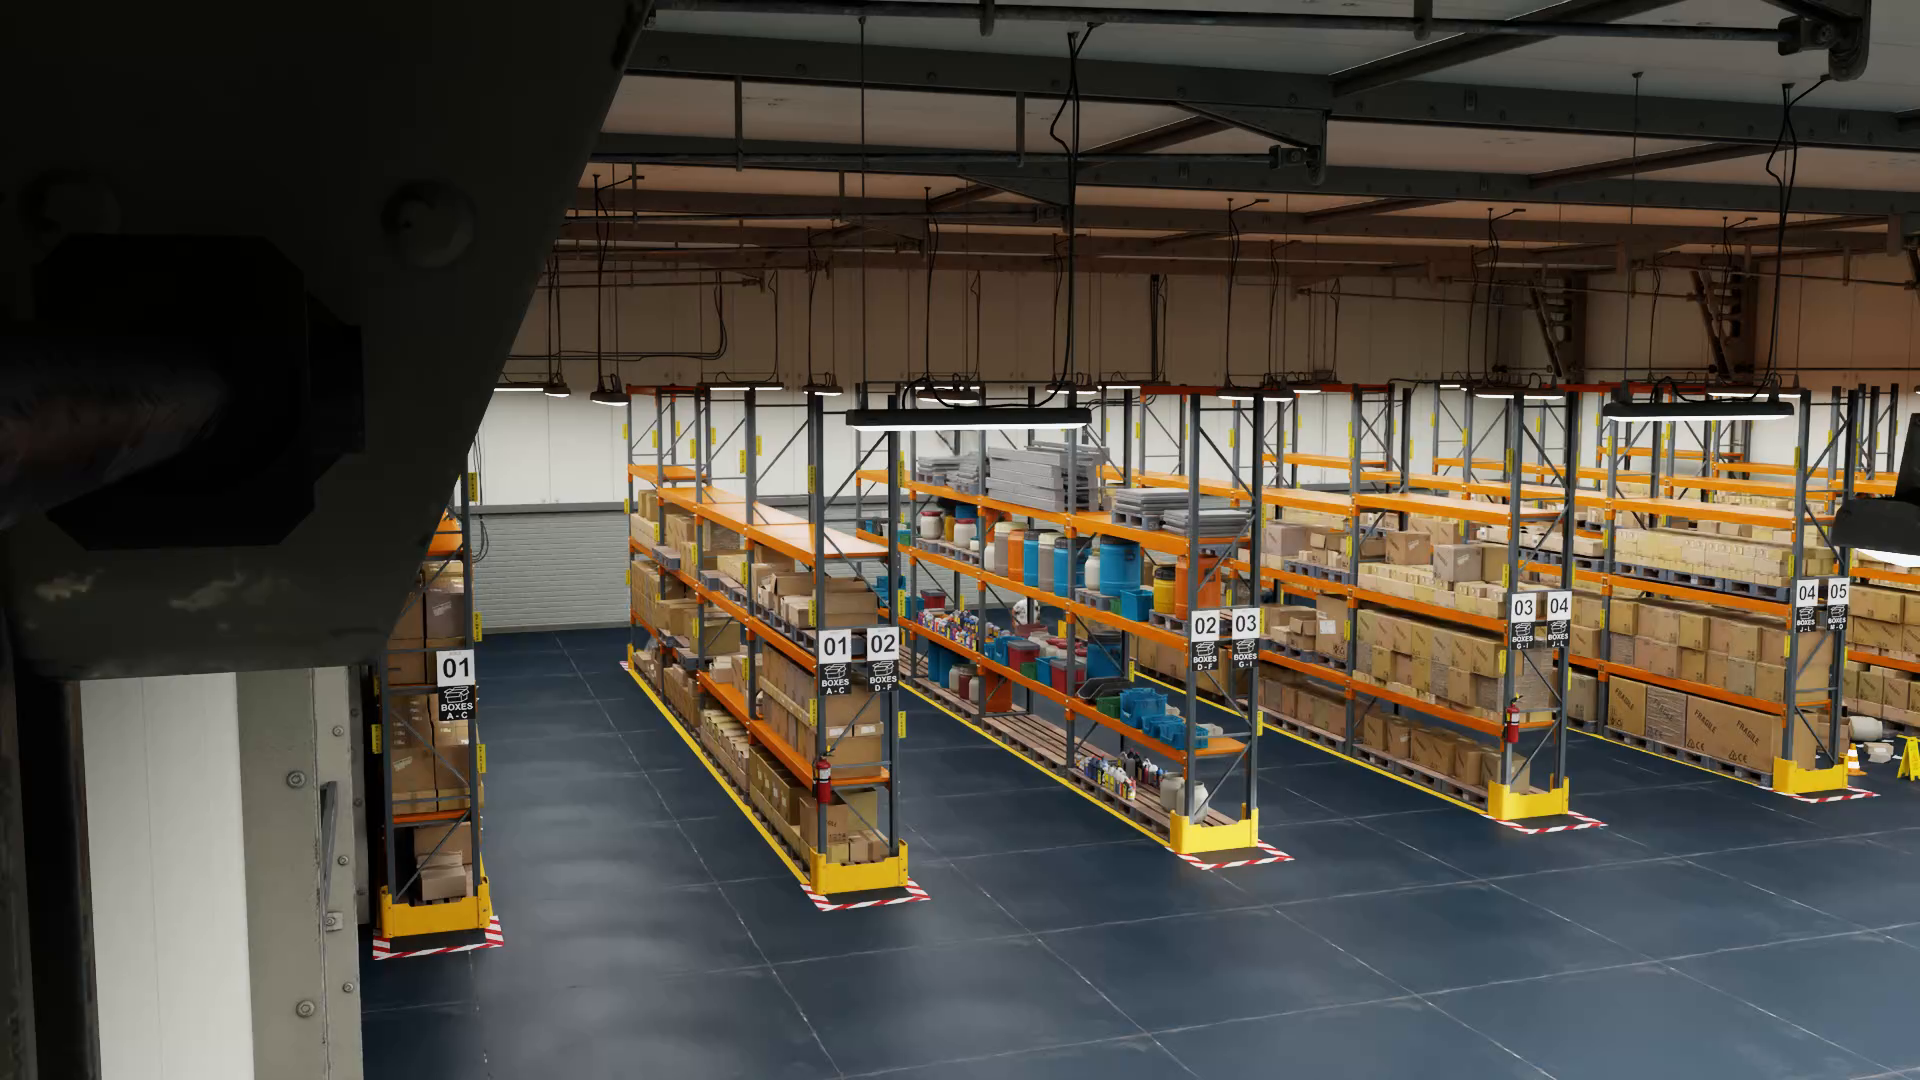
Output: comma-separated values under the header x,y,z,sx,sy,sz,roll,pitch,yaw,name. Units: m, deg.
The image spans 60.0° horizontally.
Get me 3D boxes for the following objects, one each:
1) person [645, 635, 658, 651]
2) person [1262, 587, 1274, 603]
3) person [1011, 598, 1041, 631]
x,y,z,sx,sy,sz,roll,pitch,yaw,name
-6.592,1.713,36.409,0.753,1.790,0.704,0,6,1,person
7.725,1.277,41.291,0.861,1.574,0.609,1,6,14,person
1.336,1.789,33.618,0.640,1.637,0.662,-3,7,-28,person
